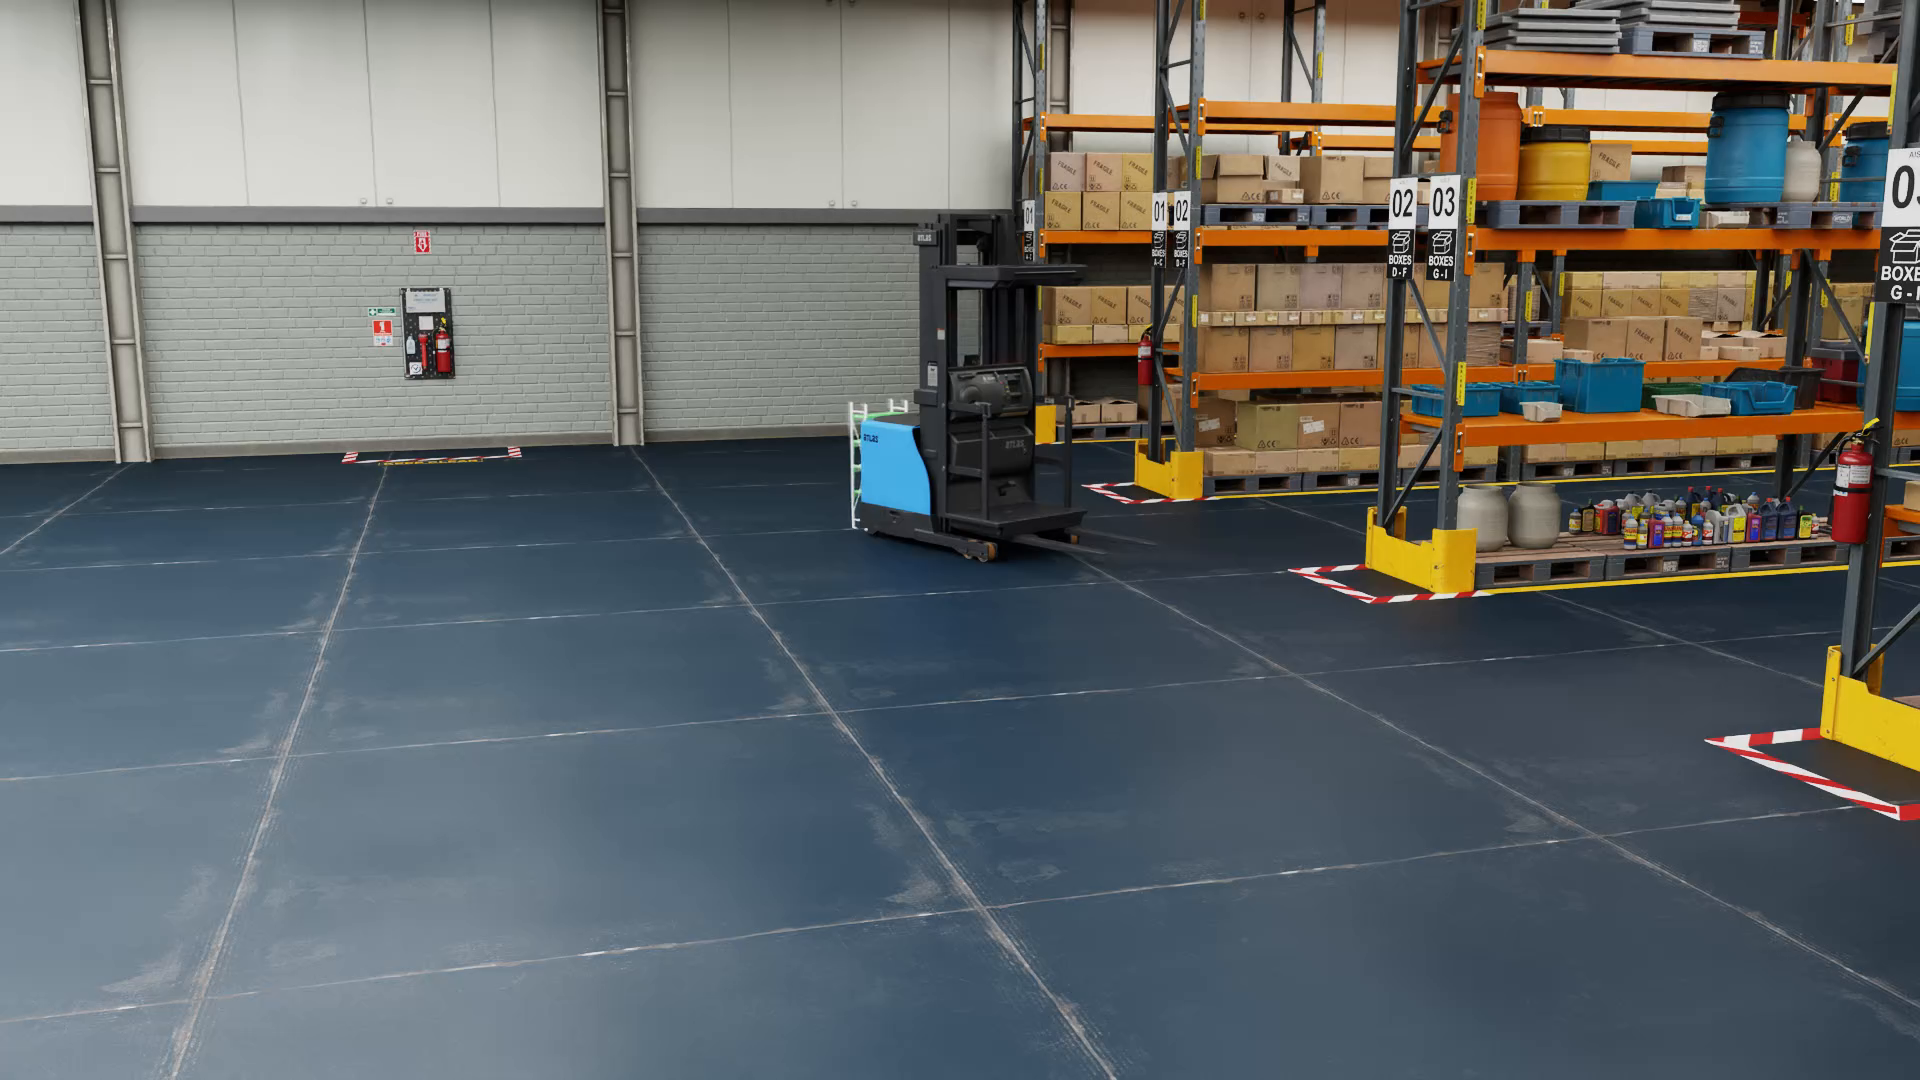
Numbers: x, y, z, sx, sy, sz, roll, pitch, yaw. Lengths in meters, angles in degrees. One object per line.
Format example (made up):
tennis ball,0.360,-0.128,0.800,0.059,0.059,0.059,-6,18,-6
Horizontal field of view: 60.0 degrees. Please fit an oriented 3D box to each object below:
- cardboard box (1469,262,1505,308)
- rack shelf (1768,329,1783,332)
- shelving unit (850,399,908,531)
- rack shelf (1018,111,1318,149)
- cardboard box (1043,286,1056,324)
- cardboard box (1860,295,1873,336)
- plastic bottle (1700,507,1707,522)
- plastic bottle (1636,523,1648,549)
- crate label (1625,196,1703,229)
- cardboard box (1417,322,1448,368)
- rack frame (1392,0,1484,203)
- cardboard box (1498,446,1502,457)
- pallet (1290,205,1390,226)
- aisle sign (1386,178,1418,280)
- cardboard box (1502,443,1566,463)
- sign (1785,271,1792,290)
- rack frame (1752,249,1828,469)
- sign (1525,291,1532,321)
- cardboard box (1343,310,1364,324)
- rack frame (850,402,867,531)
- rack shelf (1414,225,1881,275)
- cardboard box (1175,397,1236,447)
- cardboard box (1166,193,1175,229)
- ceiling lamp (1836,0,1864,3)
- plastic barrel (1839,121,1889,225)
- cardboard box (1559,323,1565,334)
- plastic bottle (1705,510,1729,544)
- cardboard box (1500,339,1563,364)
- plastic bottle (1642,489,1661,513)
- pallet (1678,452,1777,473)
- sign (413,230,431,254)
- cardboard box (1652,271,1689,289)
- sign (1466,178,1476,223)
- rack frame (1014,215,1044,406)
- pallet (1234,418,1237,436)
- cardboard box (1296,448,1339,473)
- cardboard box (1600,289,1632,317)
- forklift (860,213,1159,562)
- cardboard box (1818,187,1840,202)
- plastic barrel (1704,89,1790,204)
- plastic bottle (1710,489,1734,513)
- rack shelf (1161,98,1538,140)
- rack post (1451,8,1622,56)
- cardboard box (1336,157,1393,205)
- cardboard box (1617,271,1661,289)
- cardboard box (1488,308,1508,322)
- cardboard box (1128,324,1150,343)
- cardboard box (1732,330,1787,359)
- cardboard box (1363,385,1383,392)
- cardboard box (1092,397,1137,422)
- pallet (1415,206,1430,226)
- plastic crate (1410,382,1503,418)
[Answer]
cardboard box,5.707,-2.879,18.746,0.500,0.500,0.700,-3,11,-16
rack shelf,14.345,-3.229,26.491,4.000,0.370,1.077,-3,11,-16
shelving unit,-0.762,-0.721,15.845,0.503,1.200,0.258,-9,13,-41
rack shelf,2.823,-5.570,22.649,4.000,0.370,1.077,-3,11,-16
cardboard box,1.296,-3.240,22.851,0.500,0.500,0.500,-3,11,-17
cardboard box,11.476,-2.738,20.403,0.500,0.500,0.700,-1,10,-5
plastic bottle,6.293,-0.137,13.996,0.133,0.283,0.061,-3,11,-16
plastic bottle,5.599,-0.035,13.668,0.097,0.201,0.097,0,10,0
crate label,5.561,-2.591,13.166,0.408,0.251,0.502,-3,11,-16
cardboard box,5.202,-2.213,18.712,0.500,0.500,0.700,-3,11,-17
rack frame,3.672,-4.102,12.679,0.127,3.000,1.000,-3,11,-16
cardboard box,6.448,-1.141,19.599,0.500,0.250,0.500,-3,11,-16
pallet,4.150,-3.539,18.146,1.213,0.211,1.003,-3,11,-16
aisle sign,3.519,-2.478,13.247,0.004,0.787,0.394,-3,11,-16
cardboard box,6.588,-1.047,19.088,0.500,0.250,0.500,-3,11,-17
sign,12.585,-3.918,25.268,0.005,0.325,0.100,-3,11,-16
rack frame,9.972,-2.418,20.099,0.127,3.000,1.000,-3,11,-16
sign,6.288,-2.584,18.391,0.005,0.325,0.100,-3,11,-16
cardboard box,4.204,-2.441,18.159,0.250,0.149,0.380,-3,11,-15
rack frame,-0.946,-0.692,15.686,0.015,1.200,0.240,-9,13,-41
rack shelf,5.592,-2.374,13.565,4.000,0.370,1.077,-3,11,-16
cardboard box,2.722,-1.315,18.472,0.500,0.500,0.500,-3,11,-16
cardboard box,2.825,-4.461,22.578,0.500,0.500,0.500,-2,11,-12
ceiling lamp,12.337,-7.270,22.448,1.941,0.041,0.237,-3,11,-16
plastic barrel,7.940,-3.140,14.349,0.708,0.901,0.600,-3,11,-16
cardboard box,8.964,-3.142,24.669,0.250,0.149,0.380,-3,11,-17
plastic bottle,6.323,-0.115,13.897,0.135,0.276,0.152,-3,11,-15
cardboard box,6.592,-2.174,19.190,0.500,0.250,0.500,-2,11,-12
plastic bottle,6.032,-0.268,14.523,0.185,0.351,0.144,-3,11,-16
pallet,9.170,-1.012,20.163,1.213,0.211,1.003,-3,11,-16
sign,-6.847,-3.795,21.176,0.199,0.298,0.001,-3,11,-16
cardboard box,10.575,-3.911,24.988,0.500,0.250,0.500,-3,11,-17
sign,3.821,-2.536,12.429,0.005,0.325,0.100,-3,11,-16
rack frame,0.902,-2.874,22.577,0.127,3.000,1.000,-3,11,-16
pallet,4.108,-1.665,23.711,1.213,0.211,1.003,-3,11,-16
cardboard box,3.827,-0.907,18.327,0.500,0.250,0.500,-3,11,-16
cardboard box,9.627,-3.489,24.765,0.500,0.500,0.500,-3,11,-14
forklift,0.414,-1.356,14.520,1.130,2.935,3.031,-9,14,-40
cardboard box,10.381,-3.970,19.971,0.500,0.500,0.910,-3,11,-16
plastic barrel,6.527,-3.251,13.794,0.708,0.901,0.600,-3,11,-16
plastic bottle,6.661,-0.274,14.555,0.185,0.351,0.144,-3,11,-16
rack shelf,4.211,-4.514,18.008,4.000,0.370,1.077,-3,11,-16
rack post,4.433,-3.873,12.812,0.954,0.300,0.937,-2,11,-10
cardboard box,4.515,-3.956,18.335,0.637,0.503,0.797,-2,11,-10
cardboard box,10.086,-3.884,24.841,0.500,0.250,0.500,-3,11,-16
cardboard box,5.930,-2.533,18.655,0.250,0.149,0.380,-3,11,-16
cardboard box,2.445,-2.833,22.714,0.500,0.250,0.500,-3,11,-17
cardboard box,9.610,-2.363,20.049,0.500,0.311,0.500,-2,11,-12
cardboard box,5.927,-2.139,24.271,0.500,0.500,0.700,-3,11,-17
cardboard box,2.139,-1.816,23.043,0.500,0.311,0.500,-2,11,-11
pallet,5.320,-3.600,18.477,1.213,0.211,1.003,-3,11,-16
plastic crate,4.068,-1.156,13.656,0.616,0.251,0.499,-3,11,-16
